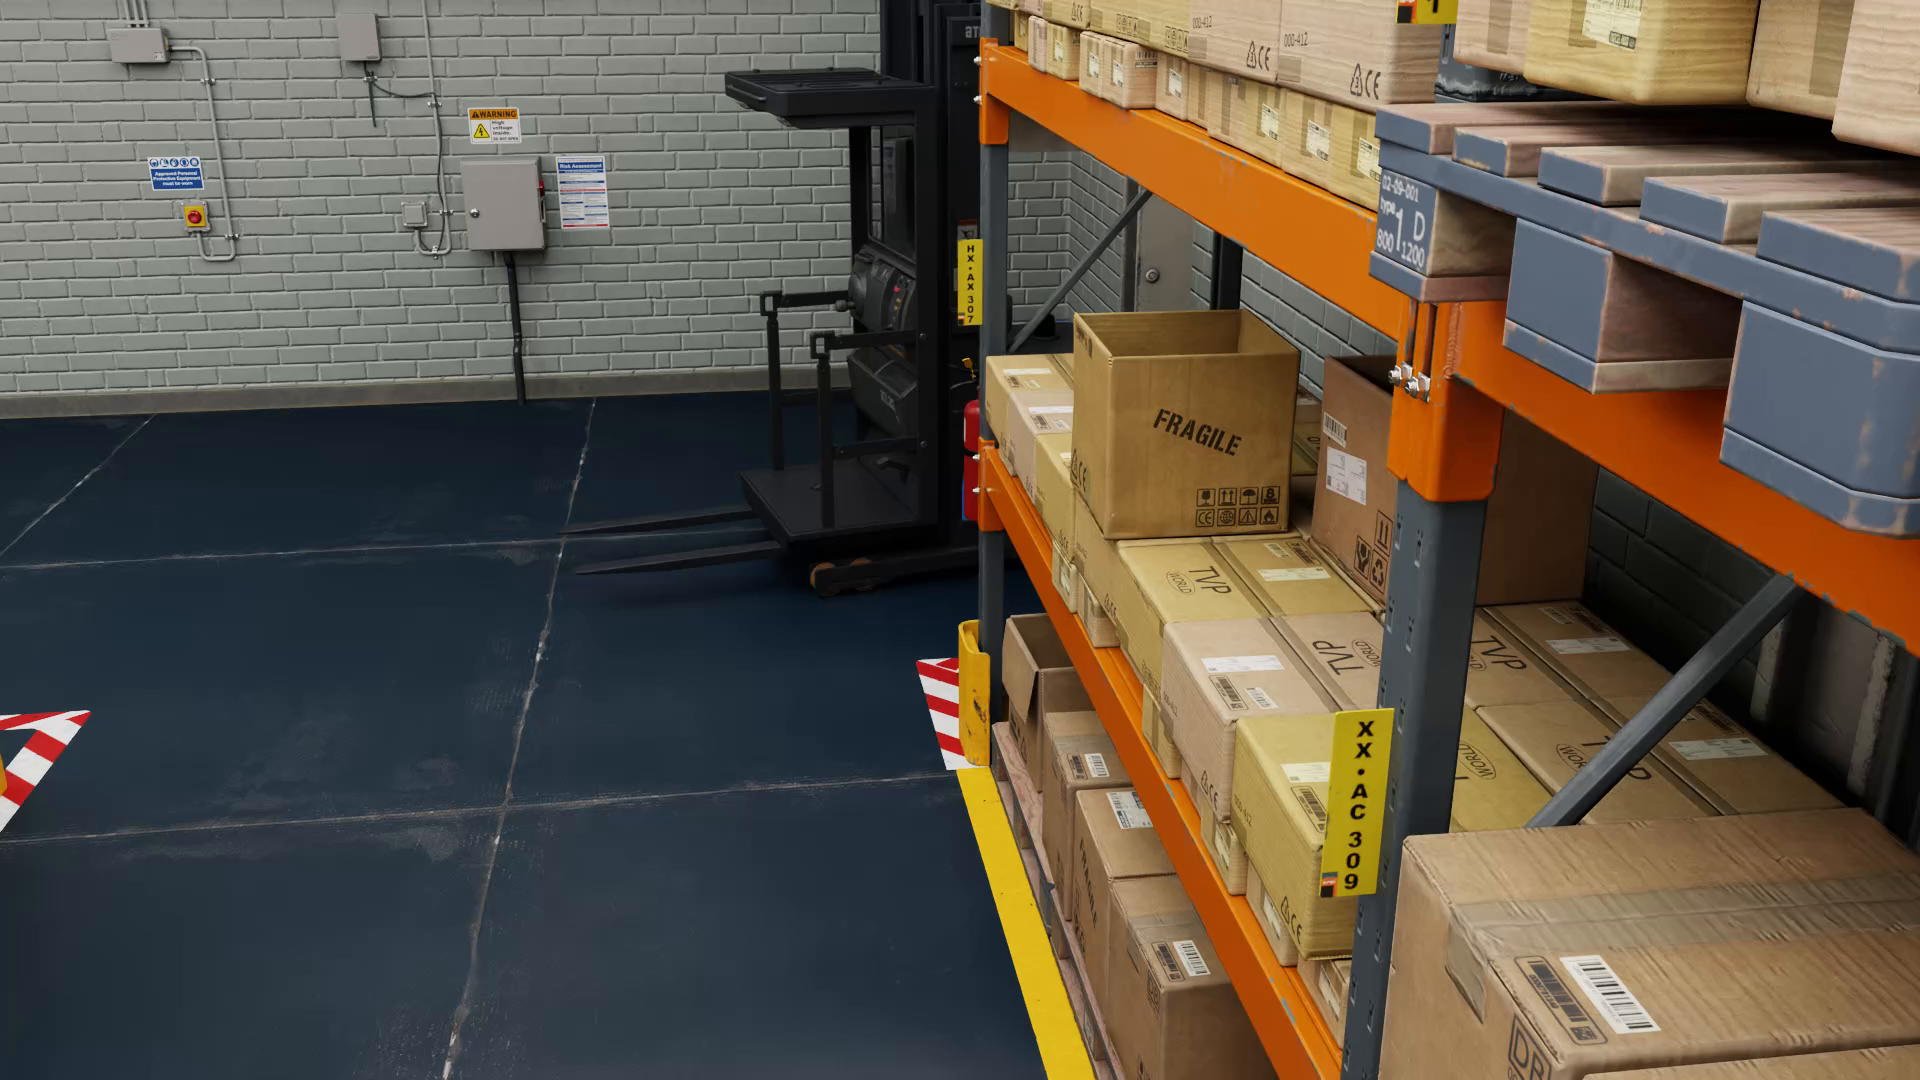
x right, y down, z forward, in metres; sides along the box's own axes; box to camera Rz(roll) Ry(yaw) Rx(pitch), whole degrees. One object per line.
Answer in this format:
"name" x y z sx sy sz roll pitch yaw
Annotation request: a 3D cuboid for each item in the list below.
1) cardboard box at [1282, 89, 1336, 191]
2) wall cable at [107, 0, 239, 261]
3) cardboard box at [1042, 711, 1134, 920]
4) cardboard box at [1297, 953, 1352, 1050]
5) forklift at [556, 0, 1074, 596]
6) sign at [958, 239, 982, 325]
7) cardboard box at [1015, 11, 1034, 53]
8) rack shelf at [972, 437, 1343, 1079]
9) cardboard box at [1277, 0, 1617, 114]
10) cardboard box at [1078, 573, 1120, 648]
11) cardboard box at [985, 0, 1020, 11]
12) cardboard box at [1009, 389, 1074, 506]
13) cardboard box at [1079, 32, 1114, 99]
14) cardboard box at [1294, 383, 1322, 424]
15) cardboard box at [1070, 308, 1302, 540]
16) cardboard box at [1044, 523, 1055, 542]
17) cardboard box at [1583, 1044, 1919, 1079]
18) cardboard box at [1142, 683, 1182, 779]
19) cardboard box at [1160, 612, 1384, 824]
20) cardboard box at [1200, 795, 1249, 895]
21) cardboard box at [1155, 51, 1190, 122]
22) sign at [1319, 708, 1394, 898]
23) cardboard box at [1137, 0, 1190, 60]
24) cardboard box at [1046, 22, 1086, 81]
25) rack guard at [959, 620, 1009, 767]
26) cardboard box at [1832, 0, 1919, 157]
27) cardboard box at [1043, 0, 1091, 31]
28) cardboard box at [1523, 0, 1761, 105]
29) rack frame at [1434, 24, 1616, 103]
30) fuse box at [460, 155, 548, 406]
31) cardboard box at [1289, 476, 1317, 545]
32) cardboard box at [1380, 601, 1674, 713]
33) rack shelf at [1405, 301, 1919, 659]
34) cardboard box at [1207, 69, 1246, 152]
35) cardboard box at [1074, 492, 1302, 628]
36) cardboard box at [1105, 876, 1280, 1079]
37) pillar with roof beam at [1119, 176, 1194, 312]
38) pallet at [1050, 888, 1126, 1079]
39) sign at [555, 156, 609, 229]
"cardboard box" 0.779 -0.694 2.860 0.380 0.149 0.250 -3 21 -8
"wall cable" -5.168 -2.787 10.895 0.585 1.953 0.123 -3 21 -8
"cardboard box" 0.658 0.891 5.515 0.700 0.500 0.500 -2 21 -6
"cardboard box" 0.860 0.808 3.126 0.380 0.149 0.250 -3 21 -7
"forklift" -0.588 -1.296 8.498 3.031 2.935 1.130 -7 22 -19
"sign" 0.042 -0.975 6.304 0.100 0.325 0.005 -3 21 -8
"cardboard box" 0.395 -1.763 5.721 0.380 0.149 0.250 -2 21 -7
"rack shelf" 0.867 0.432 4.800 1.077 0.370 4.000 -3 21 -8
"cardboard box" 0.838 -0.841 2.683 0.500 0.250 0.500 -3 21 -8
"cardboard box" 0.549 0.187 4.788 0.380 0.149 0.250 -2 21 -7
"cardboard box" 0.372 -1.904 5.530 0.500 0.250 0.500 -3 21 -8
"cardboard box" 0.451 -0.321 5.578 0.500 0.250 0.500 -3 21 -7
"cardboard box" 0.520 -1.227 4.286 0.380 0.149 0.250 -3 21 -8
"cardboard box" 0.981 -0.342 5.634 0.500 0.250 0.500 -3 21 -8
"cardboard box" 0.594 -0.328 4.524 0.500 0.500 0.500 -2 21 -6
"cardboard box" 0.485 -0.086 5.520 0.380 0.149 0.250 -2 21 -6
"cardboard box" 1.079 0.902 1.771 0.700 0.500 0.500 -3 21 -7
"cardboard box" 0.664 0.451 4.082 0.380 0.149 0.250 -3 21 -9
"cardboard box" 0.754 0.382 3.696 0.500 0.250 0.500 -3 21 -8
"cardboard box" 0.739 0.630 3.602 0.380 0.149 0.250 -2 21 -6
"cardboard box" 0.666 -1.054 3.823 0.380 0.149 0.250 -3 21 -7
"sign" 0.620 0.412 2.589 0.100 0.325 0.005 -3 21 -8
"cardboard box" 0.690 -1.199 3.640 0.500 0.250 0.500 -2 21 -7
"cardboard box" 0.458 -1.402 4.754 0.380 0.149 0.250 -3 21 -8
"rack guard" 0.590 0.600 6.895 1.175 0.500 0.348 -3 21 -8
"cardboard box" 0.893 -0.354 1.206 0.380 0.149 0.250 -3 21 -7
"cardboard box" 0.527 -1.551 4.585 0.500 0.250 0.500 -4 21 -9
"cardboard box" 0.808 -0.529 1.673 0.380 0.149 0.250 -3 21 -7
"rack frame" 1.155 -2.023 1.771 1.000 3.000 0.127 -3 21 -8
"fuse box" -3.069 -1.749 11.453 0.539 1.711 0.414 -3 21 -8
"cardboard box" 1.123 0.011 4.690 0.500 0.250 0.500 -3 21 -8
"cardboard box" 1.272 0.360 3.754 0.500 0.250 0.500 -3 21 -8
"rack shelf" 1.444 0.412 0.567 1.077 0.370 4.000 -3 21 -8
"cardboard box" 0.718 -0.873 3.339 0.380 0.149 0.250 -3 21 -8
"cardboard box" 0.622 0.030 4.638 0.500 0.250 0.500 -3 21 -9
"cardboard box" 0.808 1.251 4.553 0.700 0.500 0.500 -4 21 -10
"pillar with roof beam" -3.178 -4.170 7.519 9.100 9.000 0.400 -3 21 -8
"pallet" 0.878 1.433 5.079 1.003 0.211 1.213 -3 21 -8
"sign" -2.610 -2.404 11.502 0.329 0.494 0.001 -3 21 -8
